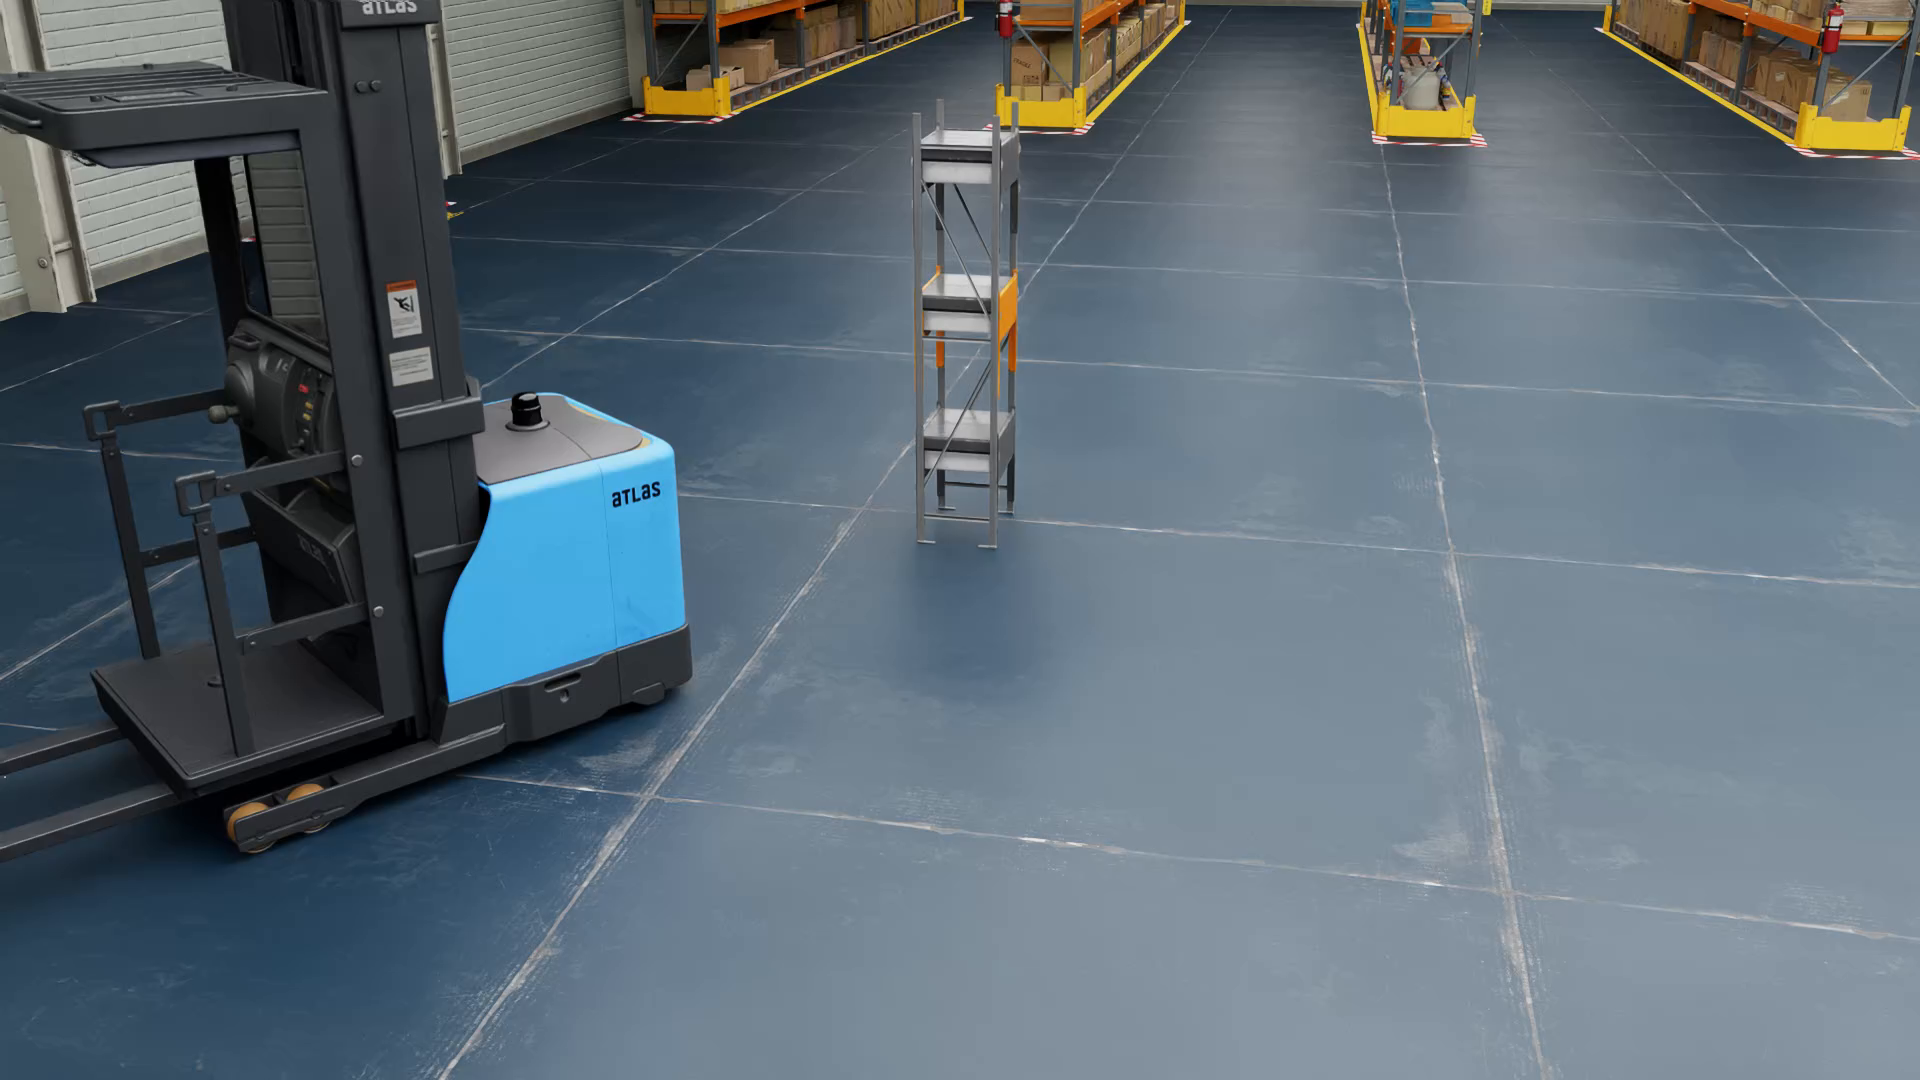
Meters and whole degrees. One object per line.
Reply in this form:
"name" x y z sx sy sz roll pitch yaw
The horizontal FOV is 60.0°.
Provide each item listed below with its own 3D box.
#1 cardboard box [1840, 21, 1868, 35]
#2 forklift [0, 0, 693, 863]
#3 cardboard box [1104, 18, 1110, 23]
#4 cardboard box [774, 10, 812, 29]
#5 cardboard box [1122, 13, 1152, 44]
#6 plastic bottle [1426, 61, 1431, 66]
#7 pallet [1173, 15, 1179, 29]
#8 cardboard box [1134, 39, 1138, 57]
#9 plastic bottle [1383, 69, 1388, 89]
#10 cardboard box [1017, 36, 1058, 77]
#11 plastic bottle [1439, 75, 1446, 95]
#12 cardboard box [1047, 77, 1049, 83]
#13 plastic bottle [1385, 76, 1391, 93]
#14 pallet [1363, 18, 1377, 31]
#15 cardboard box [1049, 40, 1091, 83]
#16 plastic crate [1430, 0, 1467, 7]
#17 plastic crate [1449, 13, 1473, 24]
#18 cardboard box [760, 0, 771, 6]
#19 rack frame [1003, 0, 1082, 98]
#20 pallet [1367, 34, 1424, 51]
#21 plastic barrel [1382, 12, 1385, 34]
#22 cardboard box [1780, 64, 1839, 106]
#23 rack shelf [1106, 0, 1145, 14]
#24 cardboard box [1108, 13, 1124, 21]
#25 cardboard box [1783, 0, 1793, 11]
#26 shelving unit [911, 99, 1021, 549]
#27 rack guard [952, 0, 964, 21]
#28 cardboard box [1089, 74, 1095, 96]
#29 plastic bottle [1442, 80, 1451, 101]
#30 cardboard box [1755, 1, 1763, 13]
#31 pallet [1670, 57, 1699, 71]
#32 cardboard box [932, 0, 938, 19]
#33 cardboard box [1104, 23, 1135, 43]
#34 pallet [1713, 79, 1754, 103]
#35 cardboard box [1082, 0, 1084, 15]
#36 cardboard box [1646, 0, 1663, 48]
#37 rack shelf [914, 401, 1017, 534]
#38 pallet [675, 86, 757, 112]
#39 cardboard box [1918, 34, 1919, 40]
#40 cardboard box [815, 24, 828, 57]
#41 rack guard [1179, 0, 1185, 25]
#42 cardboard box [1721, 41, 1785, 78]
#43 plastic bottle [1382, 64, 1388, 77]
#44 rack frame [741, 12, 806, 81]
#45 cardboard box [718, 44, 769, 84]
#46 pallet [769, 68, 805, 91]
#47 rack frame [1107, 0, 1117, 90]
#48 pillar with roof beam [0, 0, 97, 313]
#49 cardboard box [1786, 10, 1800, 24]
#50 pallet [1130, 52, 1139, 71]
"cardboard box" 10.622 -6.139 19.917 0.380 0.149 0.250 4 22 11
"forklift" -2.533 -0.509 5.695 3.031 2.935 1.130 -18 28 -38
"cardboard box" 2.307 -8.828 28.626 0.500 0.311 0.500 5 23 13
"cardboard box" -2.745 -8.555 27.334 0.500 0.250 0.500 4 22 10
"cardboard box" 3.175 -9.199 29.936 0.500 0.500 0.500 4 22 9
"plastic bottle" 6.743 -6.705 23.943 0.144 0.351 0.185 4 22 11
"pallet" 4.157 -11.130 35.708 1.003 0.211 1.213 4 22 11
"cardboard box" 2.731 -8.337 28.158 0.500 0.250 0.500 4 22 10
"plastic bottle" 6.050 -6.530 23.600 0.061 0.283 0.133 5 23 13
"cardboard box" 1.077 -6.745 23.200 0.500 0.500 0.500 4 22 11
"plastic bottle" 6.724 -6.327 23.111 0.097 0.271 0.097 0 22 0
"cardboard box" 0.979 -6.214 22.885 0.500 0.250 0.500 4 22 11
"plastic bottle" 5.869 -6.206 22.796 0.061 0.283 0.133 5 22 12
"pallet" 8.976 -10.772 34.819 1.003 0.211 1.213 4 22 11
"cardboard box" 1.496 -6.521 22.645 0.500 0.500 0.500 4 22 11
"plastic crate" 6.774 -7.481 23.114 0.499 0.251 0.616 4 22 11
"plastic crate" 6.415 -6.693 21.311 0.298 0.136 0.250 4 22 11
"cardboard box" -3.064 -7.924 24.187 0.500 0.250 0.500 5 22 11
"rack frame" 1.069 -6.892 21.451 1.000 3.000 0.127 4 22 11
"pallet" 8.168 -9.329 31.235 1.003 0.211 1.213 4 22 11
"plastic barrel" 8.094 -9.666 30.587 0.600 0.901 0.708 4 22 11
"cardboard box" 11.302 -6.047 22.138 0.500 0.500 0.500 2 22 6
"rack shelf" 2.293 -8.753 27.034 1.077 0.370 4.000 4 22 11
"cardboard box" 2.662 -9.222 29.994 0.500 0.500 0.500 5 23 13
"cardboard box" 11.148 -7.072 21.367 0.875 0.500 0.500 4 22 11
"shelving unit" 0.034 -1.035 8.112 0.431 2.100 0.503 4 22 11
"rack guard" -0.511 -11.969 37.403 1.175 0.500 0.348 4 22 11
"cardboard box" 1.597 -6.356 23.240 0.500 0.250 0.500 4 22 11
"plastic bottle" 6.592 -6.091 22.525 0.097 0.271 0.097 0 22 0
"cardboard box" 11.180 -7.336 22.889 0.380 0.149 0.250 4 22 11
"pallet" 12.633 -8.050 28.060 1.003 0.211 1.213 4 22 11
"cardboard box" -0.867 -11.329 35.252 0.700 0.500 0.500 5 22 12
"cardboard box" 2.630 -8.412 27.593 0.500 0.311 0.500 4 22 11
"pallet" 11.740 -6.590 24.433 1.003 0.211 1.213 4 22 11
"cardboard box" 1.279 -7.301 22.332 0.700 0.500 0.500 5 22 12
"cardboard box" 12.922 -9.171 29.391 1.225 0.875 0.875 4 22 9
"rack shelf" 0.034 -0.373 8.378 0.431 0.518 0.480 4 22 11
"pallet" -3.565 -6.297 23.706 1.003 0.211 1.213 4 22 11
"cardboard box" 17.922 -9.341 30.786 0.380 0.149 0.250 4 22 9
"cardboard box" -2.631 -8.422 28.008 0.700 0.500 0.500 5 22 12
"rack guard" 4.318 -11.556 36.378 1.175 0.500 0.348 4 22 11
"cardboard box" 11.958 -7.243 25.081 0.700 0.500 0.500 3 22 6
"plastic bottle" 6.239 -6.831 24.363 0.097 0.271 0.097 0 22 0
"rack frame" -2.965 -8.731 26.018 1.000 3.000 0.127 4 22 11
"cardboard box" -3.237 -7.032 24.556 0.700 0.500 0.500 3 22 8
"pallet" -3.067 -7.189 25.922 1.003 0.211 1.213 4 22 11
"rack frame" 1.885 -8.355 25.083 1.000 3.000 0.127 4 22 11
"pillar with roof beam" -2.719 -5.656 10.352 9.100 9.000 0.400 4 22 11
"cardboard box" 10.825 -6.695 21.299 0.380 0.149 0.250 4 22 11
"pallet" 2.495 -8.226 28.496 1.003 0.211 1.213 4 22 11
